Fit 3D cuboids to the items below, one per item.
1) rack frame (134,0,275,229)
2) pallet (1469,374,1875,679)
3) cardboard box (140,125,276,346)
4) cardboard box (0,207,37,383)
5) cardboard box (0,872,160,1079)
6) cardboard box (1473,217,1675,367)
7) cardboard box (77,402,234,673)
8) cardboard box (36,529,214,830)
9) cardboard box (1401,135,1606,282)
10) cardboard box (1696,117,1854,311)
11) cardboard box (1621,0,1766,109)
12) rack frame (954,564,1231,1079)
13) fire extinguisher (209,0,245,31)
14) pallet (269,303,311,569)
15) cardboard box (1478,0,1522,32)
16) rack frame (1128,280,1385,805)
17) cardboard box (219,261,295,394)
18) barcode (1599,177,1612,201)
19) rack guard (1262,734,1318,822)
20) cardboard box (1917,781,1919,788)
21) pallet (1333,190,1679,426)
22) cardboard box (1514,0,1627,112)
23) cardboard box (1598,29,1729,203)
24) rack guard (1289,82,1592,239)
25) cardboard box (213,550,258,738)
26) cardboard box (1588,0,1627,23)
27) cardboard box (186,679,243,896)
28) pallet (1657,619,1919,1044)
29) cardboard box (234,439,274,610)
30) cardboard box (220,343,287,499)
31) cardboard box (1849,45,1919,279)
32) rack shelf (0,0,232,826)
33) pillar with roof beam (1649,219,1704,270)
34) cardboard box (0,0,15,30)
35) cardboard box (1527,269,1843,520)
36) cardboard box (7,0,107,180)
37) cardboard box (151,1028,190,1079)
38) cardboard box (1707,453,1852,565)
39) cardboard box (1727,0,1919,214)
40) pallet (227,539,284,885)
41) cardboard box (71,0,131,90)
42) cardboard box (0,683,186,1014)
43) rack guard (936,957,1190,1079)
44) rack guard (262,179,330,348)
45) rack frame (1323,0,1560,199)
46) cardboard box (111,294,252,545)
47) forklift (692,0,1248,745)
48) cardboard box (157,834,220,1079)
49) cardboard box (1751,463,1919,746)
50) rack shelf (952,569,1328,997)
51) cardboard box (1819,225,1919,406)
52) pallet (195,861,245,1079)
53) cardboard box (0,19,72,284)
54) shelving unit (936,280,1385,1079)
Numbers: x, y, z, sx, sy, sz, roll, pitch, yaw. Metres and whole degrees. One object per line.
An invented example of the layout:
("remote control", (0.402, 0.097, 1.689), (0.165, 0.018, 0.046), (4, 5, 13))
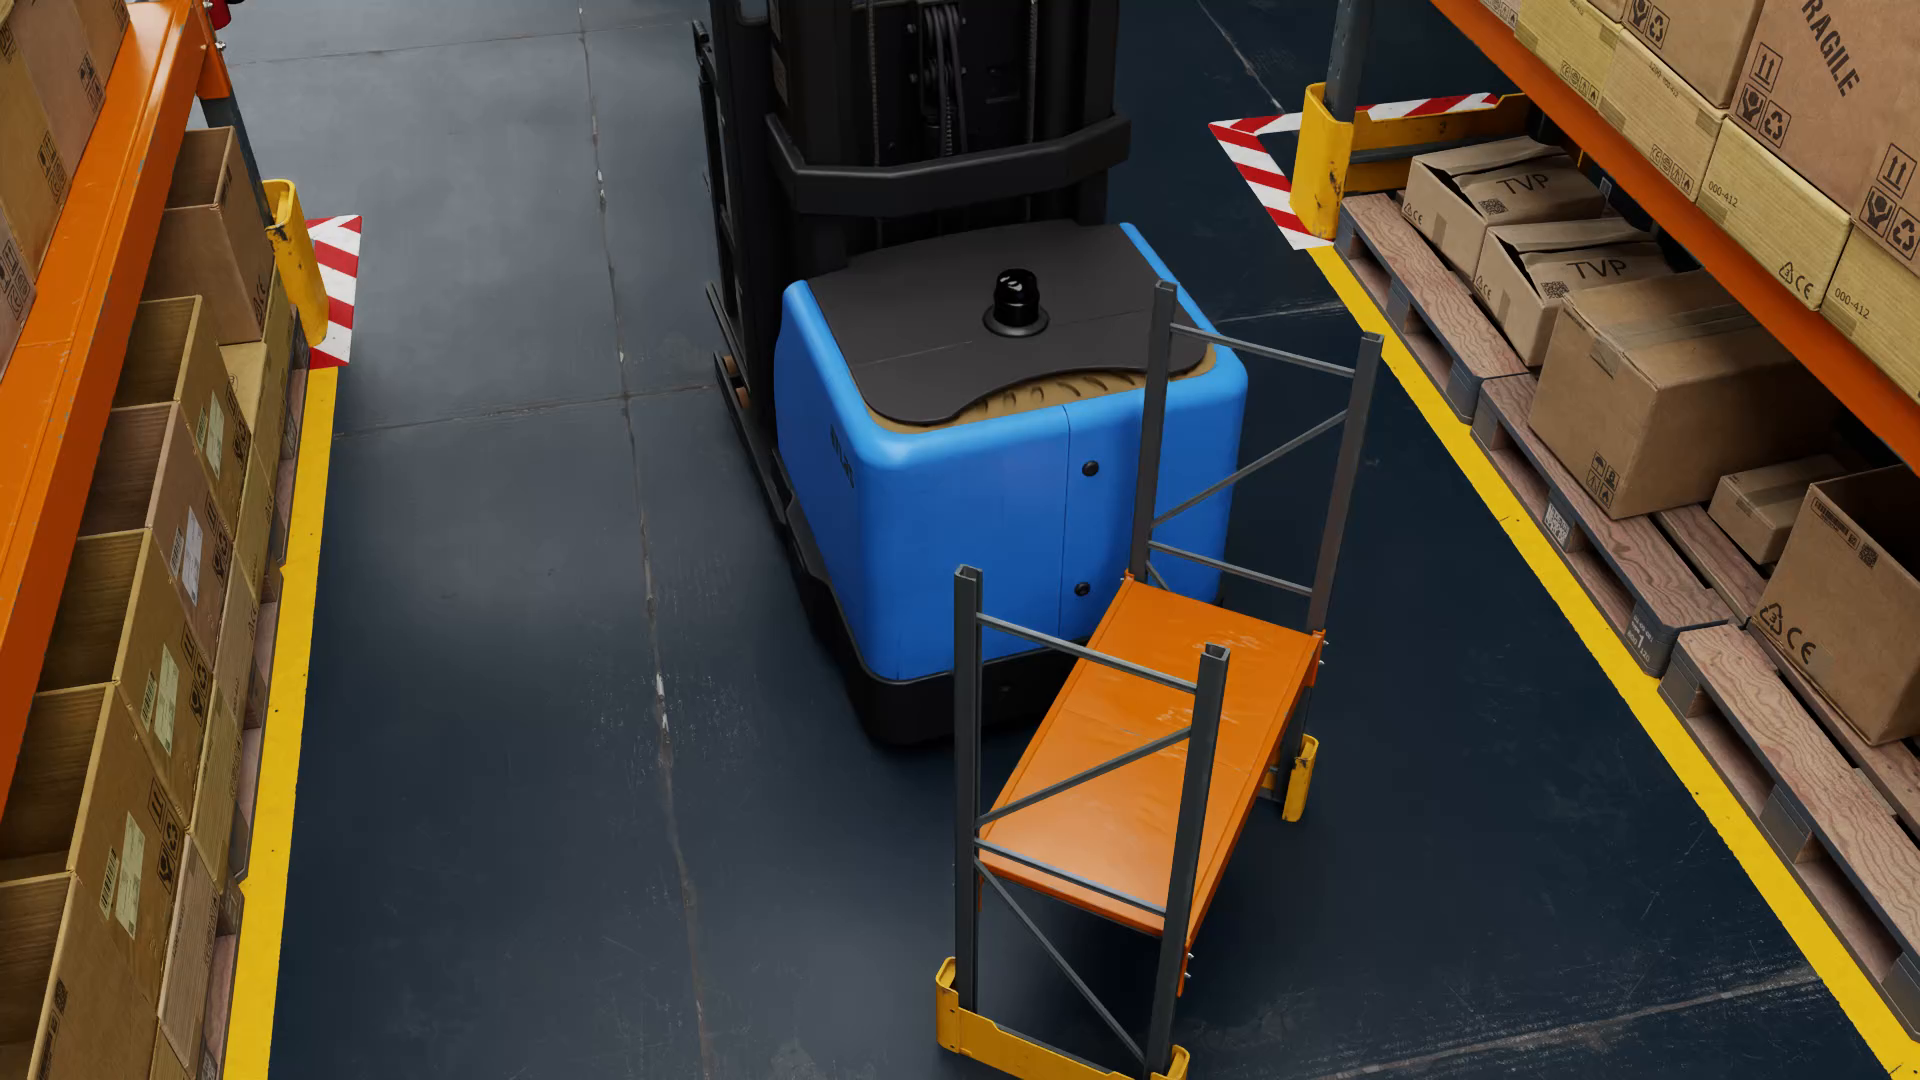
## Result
("rack frame", (-2.911, -1.837, 5.060), (1.000, 3.000, 0.127), (-8, 42, -9))
("pallet", (2.342, -0.136, 5.245), (1.003, 0.211, 1.213), (-8, 42, -9))
("cardboard box", (-2.505, -0.941, 5.241), (0.500, 0.500, 0.500), (-8, 42, -9))
("cardboard box", (-2.486, -0.567, 3.554), (0.700, 0.500, 0.500), (-7, 42, -8))
("cardboard box", (-1.842, 1.001, 3.053), (0.500, 0.500, 0.500), (-8, 42, -9))
("cardboard box", (2.110, -0.877, 5.673), (0.500, 0.311, 0.500), (-5, 42, -6))
("cardboard box", (-2.168, 0.029, 4.148), (0.500, 0.500, 0.500), (-8, 42, -9))
("cardboard box", (-2.058, 0.353, 3.783), (0.500, 0.500, 0.500), (-8, 42, -9))
("cardboard box", (1.987, -1.247, 6.089), (0.500, 0.311, 0.500), (-13, 43, -14))
("cardboard box", (2.167, -0.819, 4.012), (0.500, 0.250, 0.500), (-9, 42, -10))
("cardboard box", (2.060, -1.438, 4.144), (0.500, 0.500, 0.500), (-7, 42, -8))
("rack frame", (0.221, 0.682, 3.352), (0.500, 1.500, 0.032), (17, 44, 19))
("fire extinguisher", (-2.483, -1.951, 5.247), (0.296, 0.674, 0.183), (-8, 42, -9))
("pallet", (-2.705, -0.305, 5.434), (1.003, 0.211, 1.213), (-8, 42, -9))
("cardboard box", (1.846, -1.804, 5.121), (0.500, 0.250, 0.500), (-10, 42, -11))
("rack frame", (0.655, 0.072, 4.039), (0.500, 1.500, 0.032), (17, 44, 19))
("cardboard box", (-2.507, -0.661, 5.490), (0.500, 0.250, 0.500), (-8, 42, -9))
("barcode", (2.381, -1.296, 6.137), (0.001, 0.075, 0.075), (-8, 42, -9))
("rack guard", (0.647, 0.551, 4.441), (0.587, 0.250, 0.087), (17, 44, 19))
("cardboard box", (2.644, 0.596, 4.122), (0.380, 0.166, 0.250), (-14, 43, -15))
("pallet", (2.082, -0.926, 6.134), (1.003, 0.211, 1.213), (-8, 42, -9))
("cardboard box", (1.951, -1.473, 4.748), (0.500, 0.250, 0.500), (-9, 42, -10))
("cardboard box", (2.057, -1.145, 4.379), (0.500, 0.250, 0.500), (-8, 42, -9))
("rack guard", (1.941, -1.565, 6.637), (1.175, 0.500, 0.348), (-8, 42, -9))
("cardboard box", (-2.171, 0.310, 4.396), (0.500, 0.250, 0.500), (-8, 42, -9))
("cardboard box", (1.937, -1.771, 4.519), (0.500, 0.500, 0.500), (-10, 42, -11))
("cardboard box", (-2.058, 0.633, 4.032), (0.500, 0.250, 0.500), (-8, 42, -9))
("pallet", (2.609, 0.656, 4.352), (1.003, 0.211, 1.213), (-8, 42, -9))
("cardboard box", (-2.277, -0.014, 4.762), (0.500, 0.250, 0.500), (-8, 42, -9))
("cardboard box", (-2.387, -0.338, 5.126), (0.500, 0.250, 0.500), (-8, 42, -9))
("cardboard box", (2.271, -0.773, 3.395), (0.500, 0.500, 0.500), (-9, 42, -10))
("rack shelf", (-2.479, -0.272, 3.838), (1.077, 0.370, 4.000), (-8, 42, -9))
("pillar with roof beam", (-1.283, -3.846, 2.804), (9.100, 9.000, 0.400), (-8, 42, -9))
("cardboard box", (-2.420, -1.228, 3.810), (0.380, 0.149, 0.250), (-7, 42, -8))
("cardboard box", (2.219, -0.465, 5.066), (0.700, 0.500, 0.500), (-11, 43, -12))
("cardboard box", (-2.705, -1.230, 4.301), (0.700, 0.500, 0.500), (-7, 42, -8))
("cardboard box", (-1.852, 1.283, 3.300), (0.500, 0.250, 0.500), (-8, 42, -9))
("cardboard box", (2.463, -0.094, 4.913), (0.380, 0.149, 0.250), (-12, 43, -13))
("cardboard box", (2.173, -1.101, 3.764), (0.500, 0.500, 0.500), (-9, 42, -11))
("pallet", (-2.445, 0.485, 4.545), (1.003, 0.211, 1.213), (-8, 42, -9))
("cardboard box", (-2.823, -1.570, 4.684), (0.700, 0.500, 0.500), (-8, 42, -9))
("cardboard box", (-1.958, 0.678, 3.417), (0.500, 0.500, 0.500), (-8, 42, -9))
("rack guard", (0.222, 1.149, 3.768), (0.587, 0.250, 0.087), (17, 44, 19))
("rack guard", (-2.916, -0.918, 5.907), (1.175, 0.500, 0.348), (-8, 42, -9))
("rack frame", (1.925, -2.549, 5.862), (1.000, 3.000, 0.127), (-8, 42, -9))
("cardboard box", (-2.275, -0.295, 4.513), (0.500, 0.500, 0.500), (-8, 42, -9))
("forklift", (-0.212, -1.531, 4.766), (1.130, 2.935, 3.031), (-13, 43, -14))
("cardboard box", (-1.955, 0.958, 3.666), (0.500, 0.250, 0.500), (-8, 42, -9))
("cardboard box", (2.525, 0.147, 4.377), (0.500, 0.500, 0.500), (-11, 43, -12))
("rack shelf", (0.438, 0.511, 3.815), (0.538, 0.185, 1.000), (17, 44, 19))
("cardboard box", (2.291, -0.496, 3.647), (0.500, 0.250, 0.500), (-8, 42, -9))
("pallet", (-2.178, 1.277, 3.652), (1.003, 0.211, 1.213), (-8, 42, -9))
("cardboard box", (-2.603, -0.908, 3.938), (0.700, 0.500, 0.500), (-8, 42, -9))
("shelving unit", (0.434, 0.382, 3.689), (0.587, 1.500, 1.083), (17, 44, 19))
